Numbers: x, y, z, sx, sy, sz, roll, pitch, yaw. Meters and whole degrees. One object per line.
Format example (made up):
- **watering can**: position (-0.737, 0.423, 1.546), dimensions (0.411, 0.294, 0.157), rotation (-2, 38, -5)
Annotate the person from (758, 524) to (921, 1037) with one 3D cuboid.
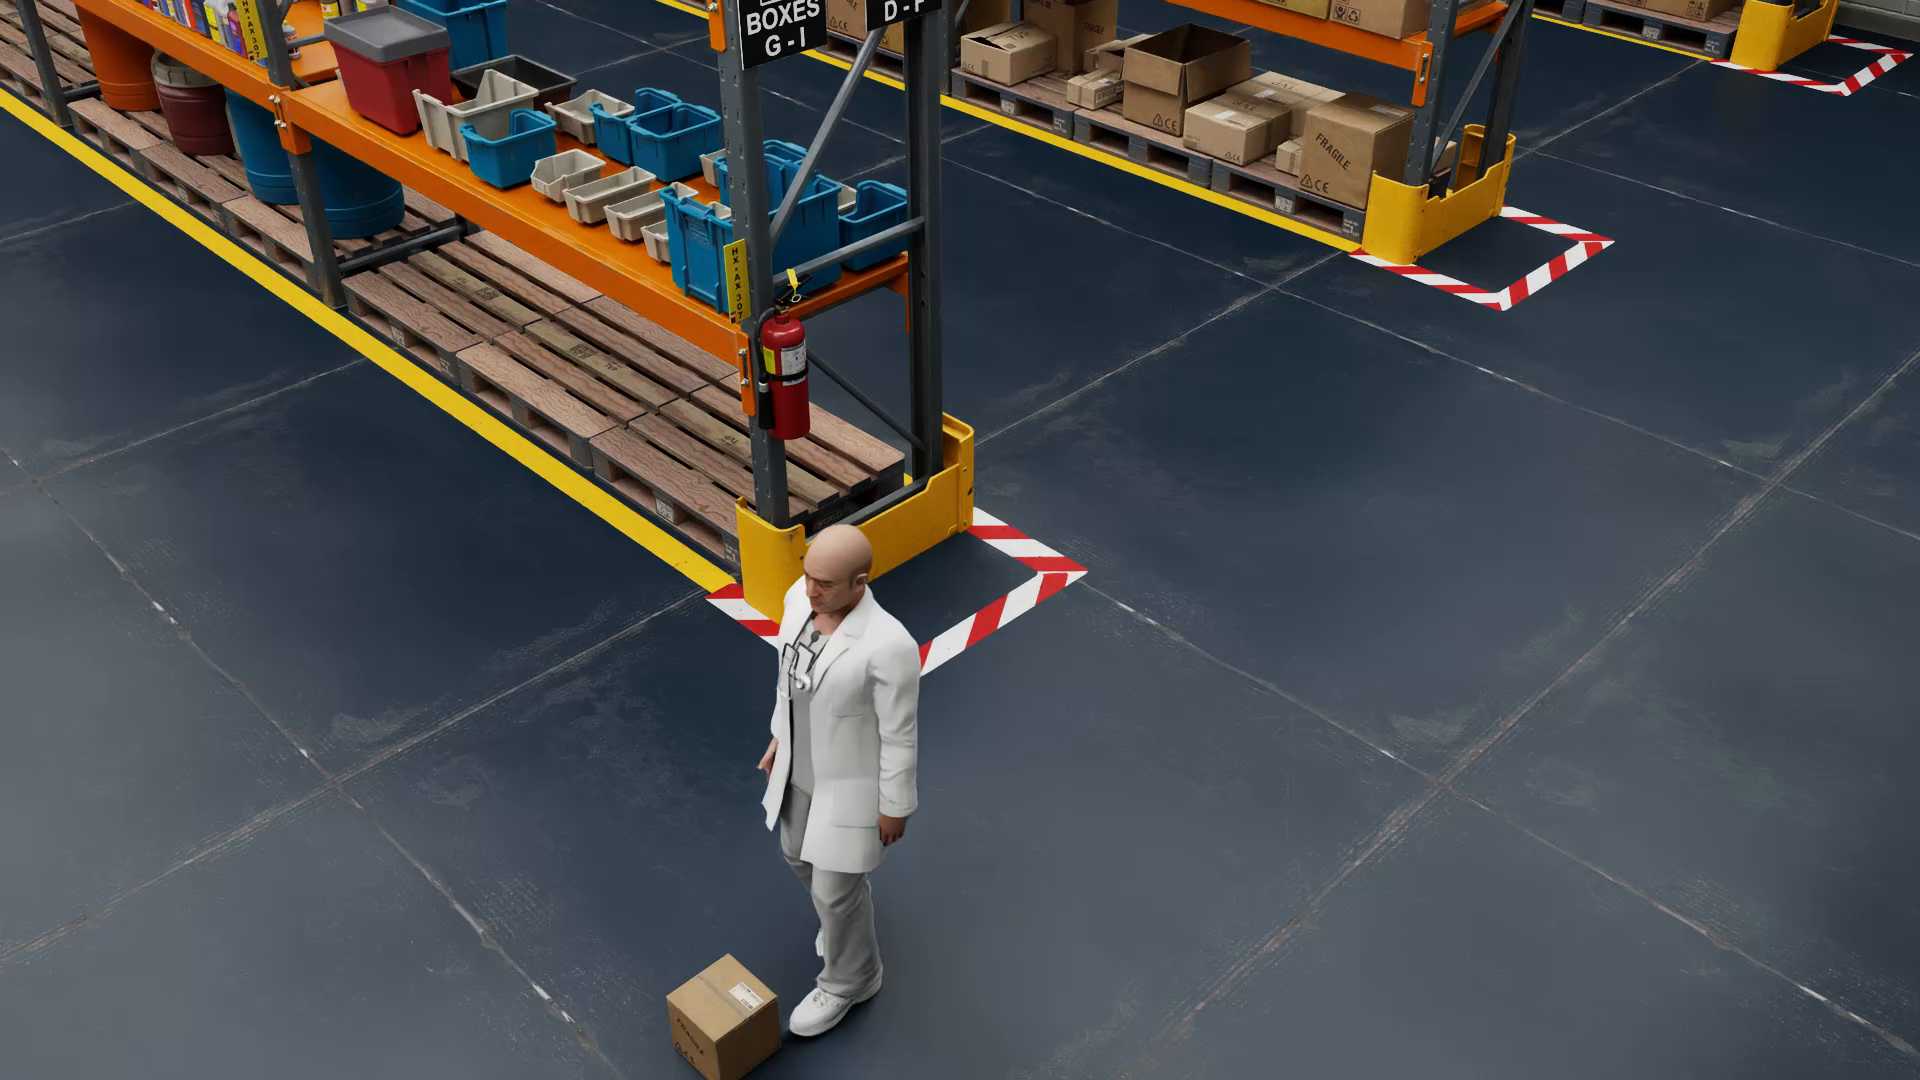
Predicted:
- **person**: position (-0.419, 0.765, 5.127), dimensions (0.560, 1.826, 0.598), rotation (-29, 44, -34)
